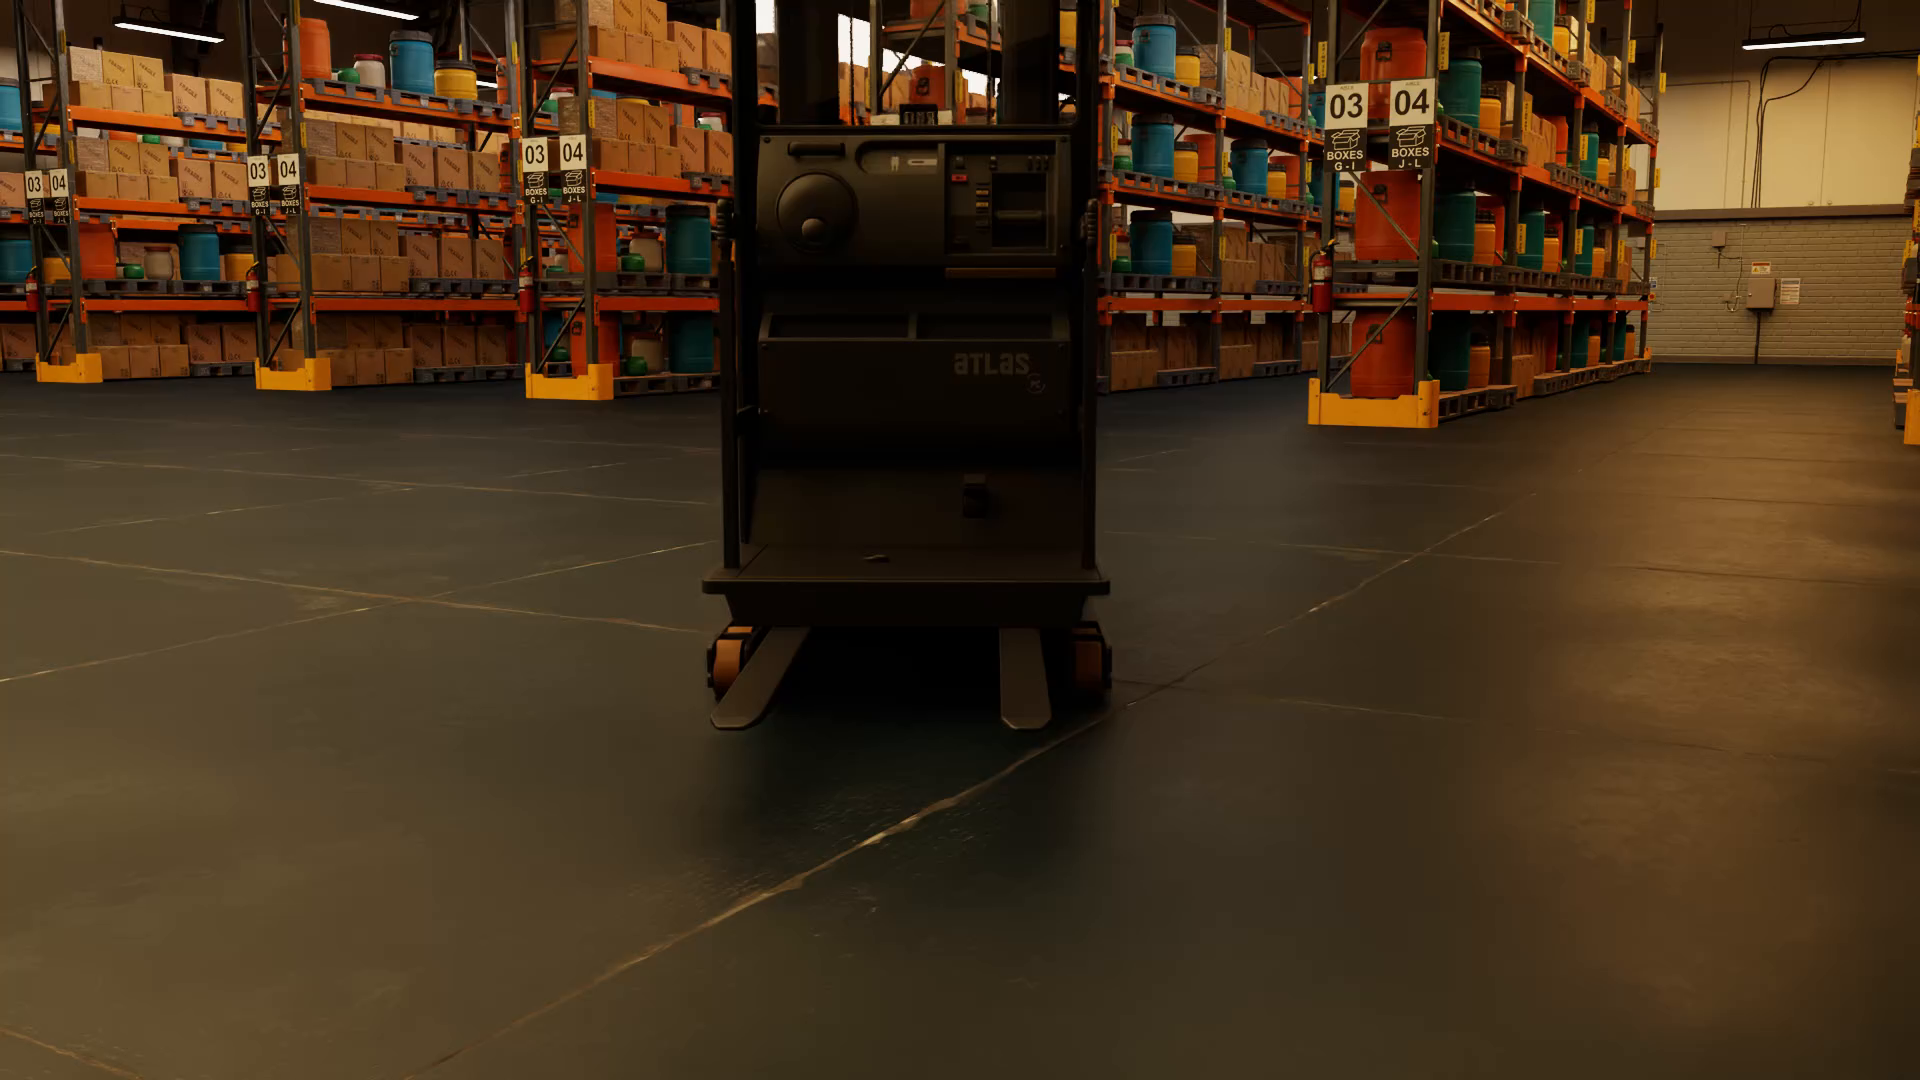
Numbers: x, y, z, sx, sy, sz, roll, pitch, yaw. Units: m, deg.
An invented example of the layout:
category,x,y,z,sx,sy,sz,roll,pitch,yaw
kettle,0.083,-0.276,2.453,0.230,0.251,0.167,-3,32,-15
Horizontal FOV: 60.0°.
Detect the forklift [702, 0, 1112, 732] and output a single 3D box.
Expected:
category,x,y,z,sx,sy,sz,roll,pitch,yaw
forklift,-0.136,-1.054,4.729,1.130,2.935,3.031,0,8,1
